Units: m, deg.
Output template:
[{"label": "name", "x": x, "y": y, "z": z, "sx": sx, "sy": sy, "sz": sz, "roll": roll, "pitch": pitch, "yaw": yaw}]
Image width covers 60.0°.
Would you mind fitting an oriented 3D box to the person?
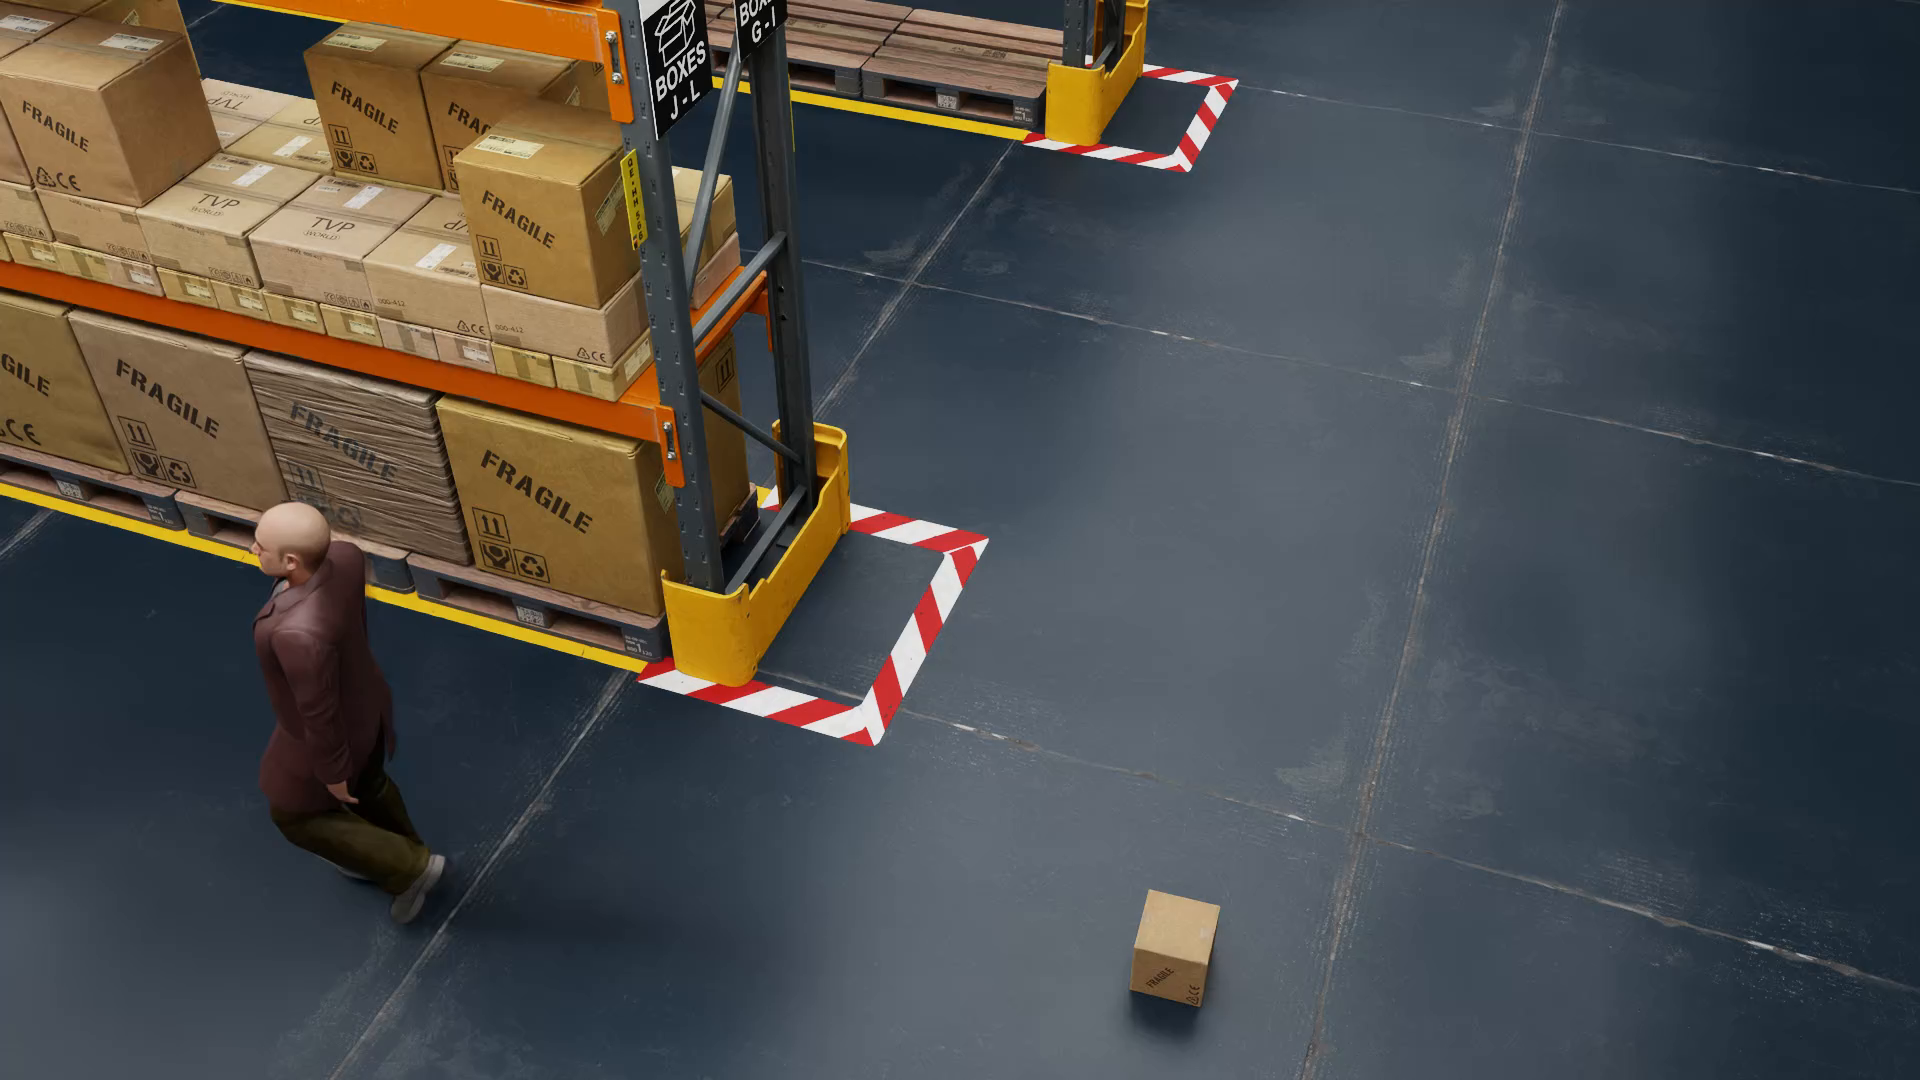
[{"label": "person", "x": -2.043, "y": 0.587, "z": 5.466, "sx": 0.534, "sy": 1.780, "sz": 0.593, "roll": 2, "pitch": 41, "yaw": 3}]
